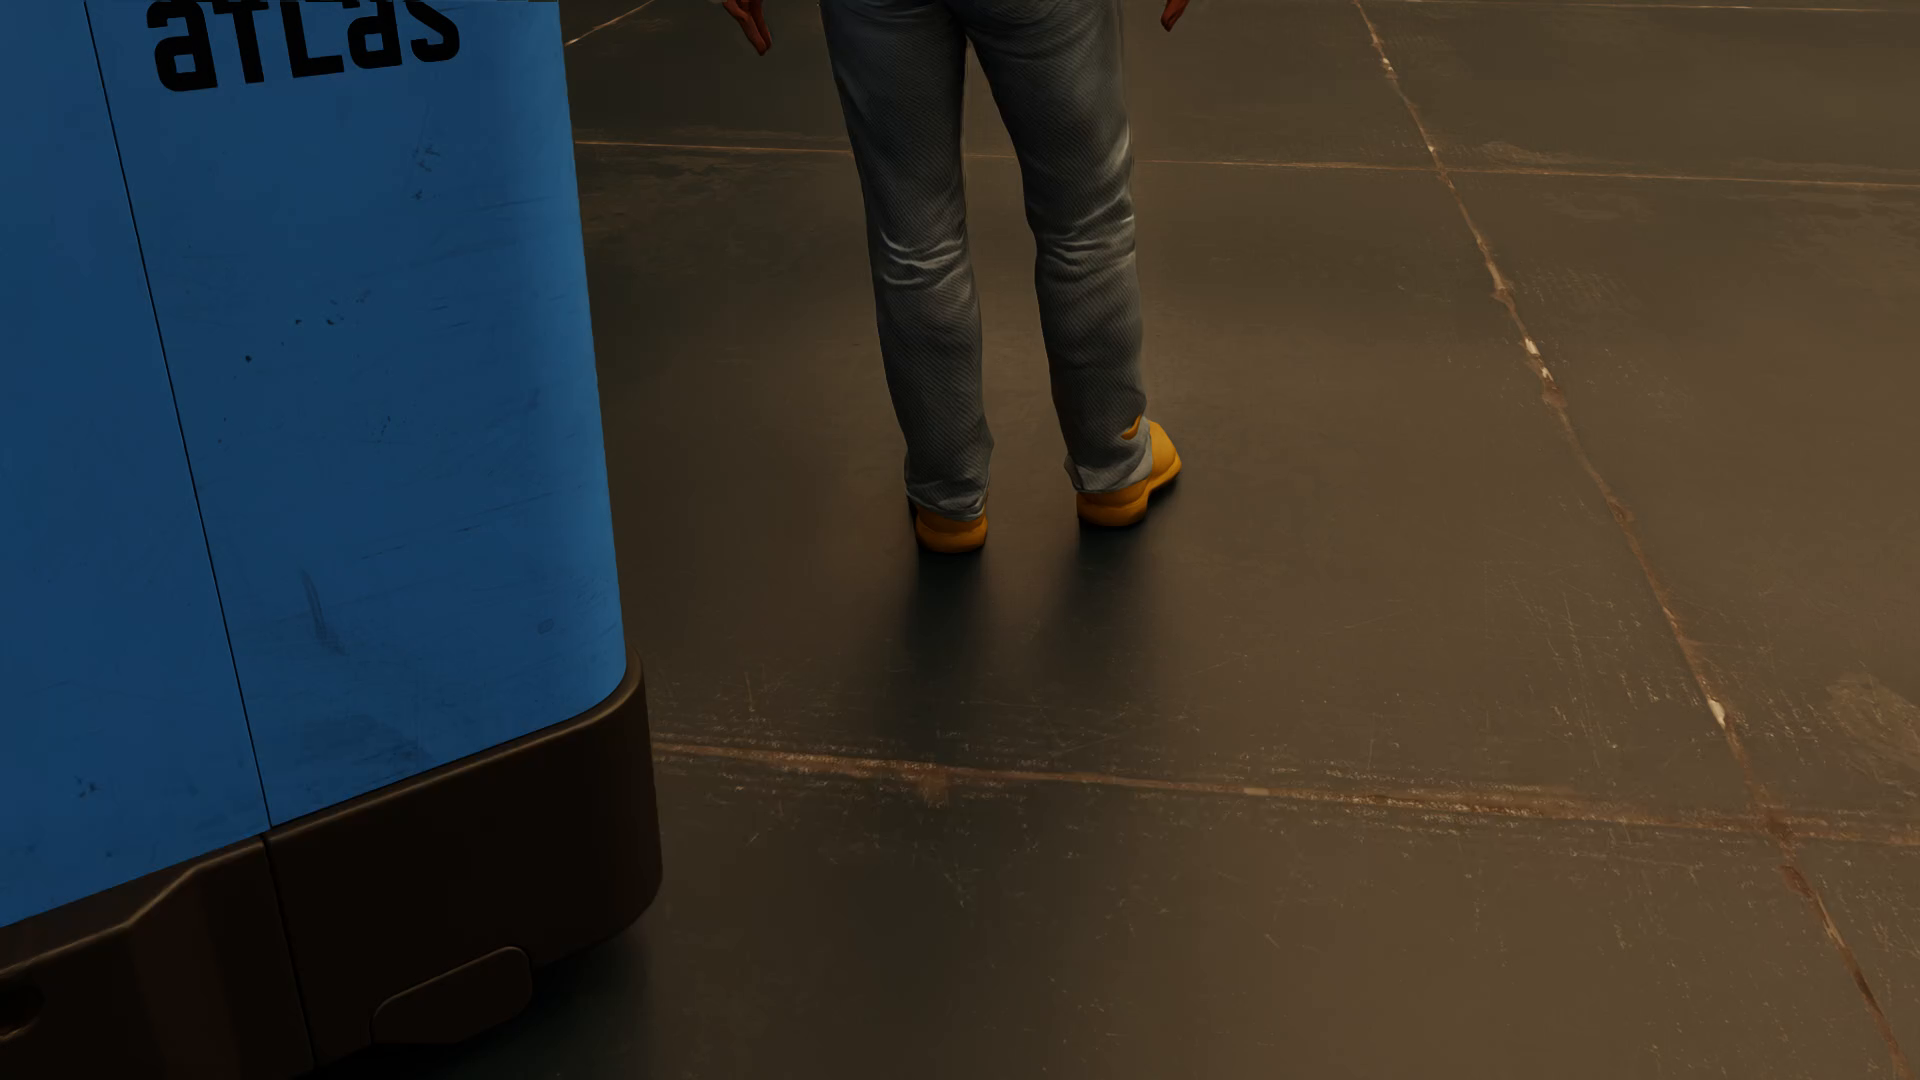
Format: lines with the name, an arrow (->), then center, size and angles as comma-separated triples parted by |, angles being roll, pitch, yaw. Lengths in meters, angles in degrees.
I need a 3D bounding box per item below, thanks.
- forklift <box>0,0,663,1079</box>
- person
forklift -> -1.769, -0.664, 0.547 | 3.031, 2.935, 1.130 | -19, 32, -34
person -> -0.001, -0.828, 2.171 | 0.669, 1.764, 0.572 | 4, 27, 7
